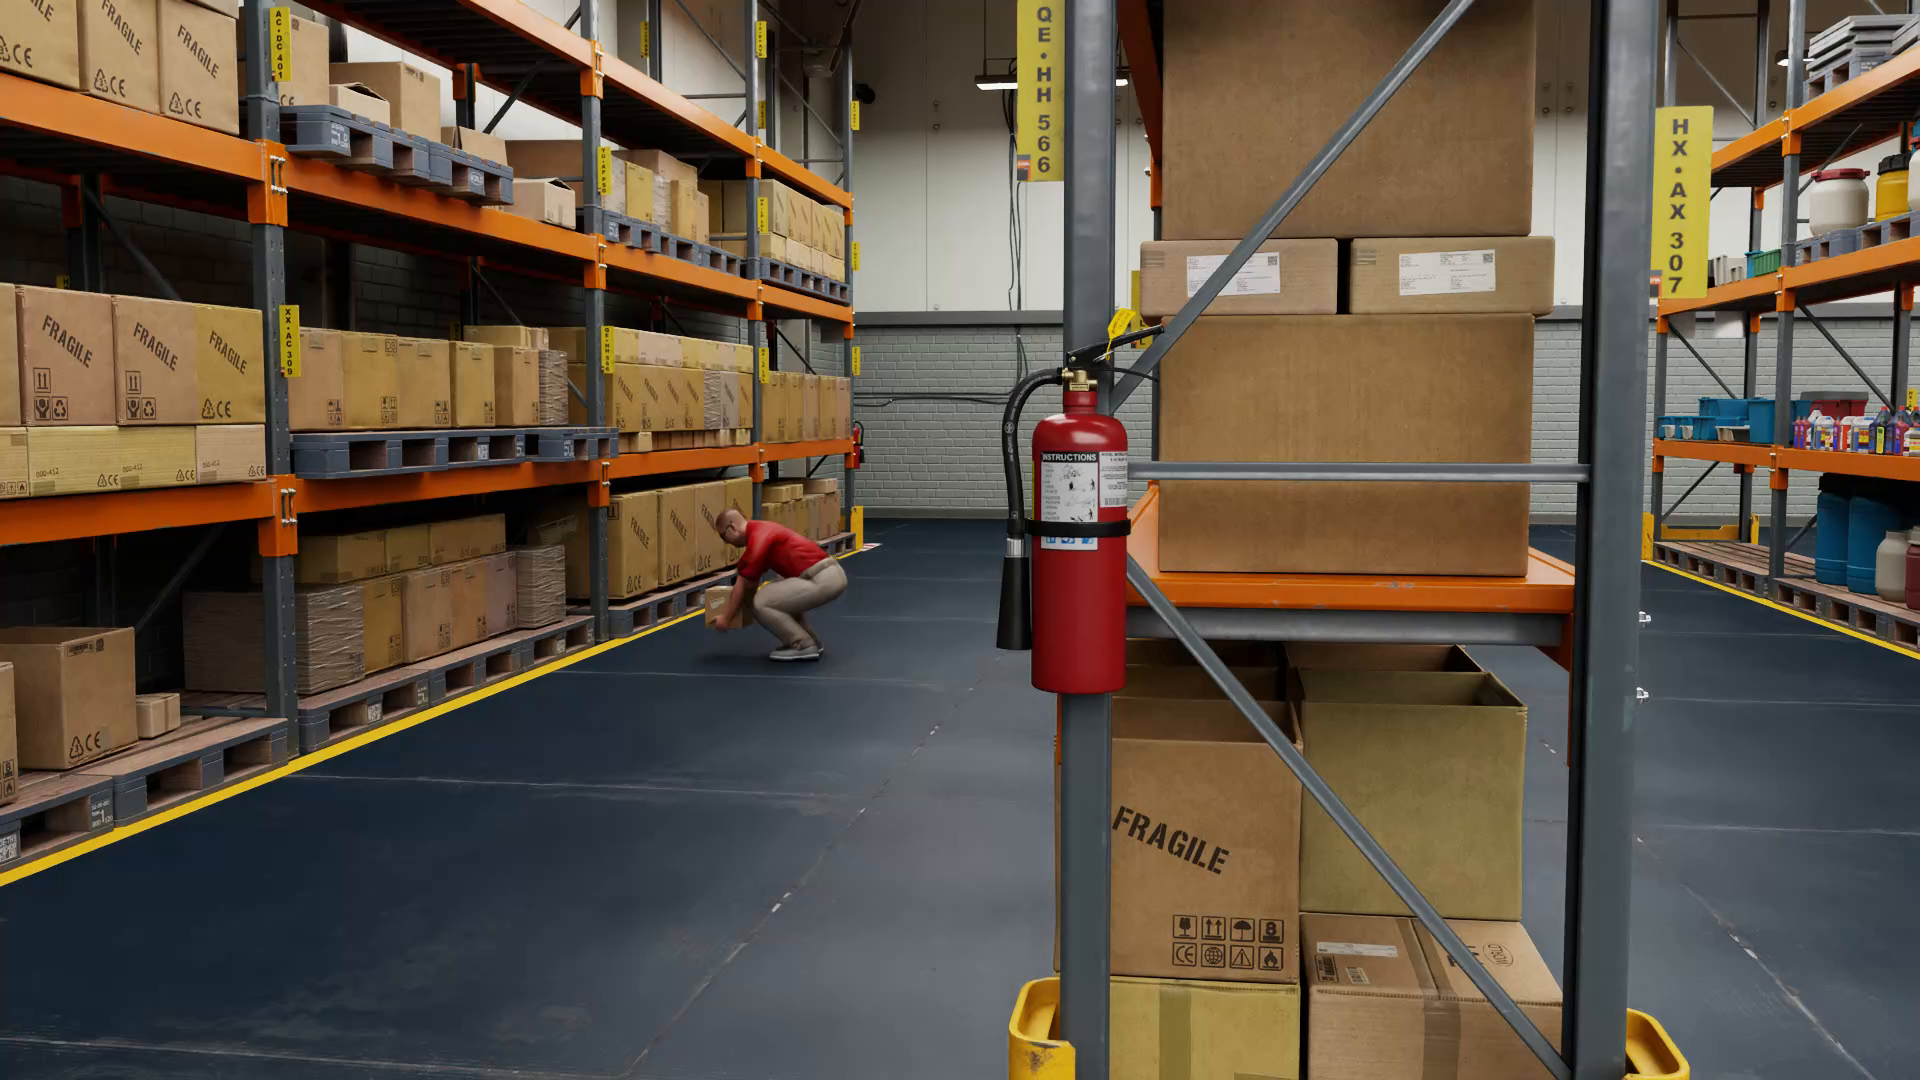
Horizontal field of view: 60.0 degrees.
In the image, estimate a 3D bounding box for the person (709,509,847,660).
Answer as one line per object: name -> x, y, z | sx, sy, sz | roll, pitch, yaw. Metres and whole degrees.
person -> -1.195, 0.287, 10.923 | 0.886, 0.988, 0.523 | 1, 4, 7
